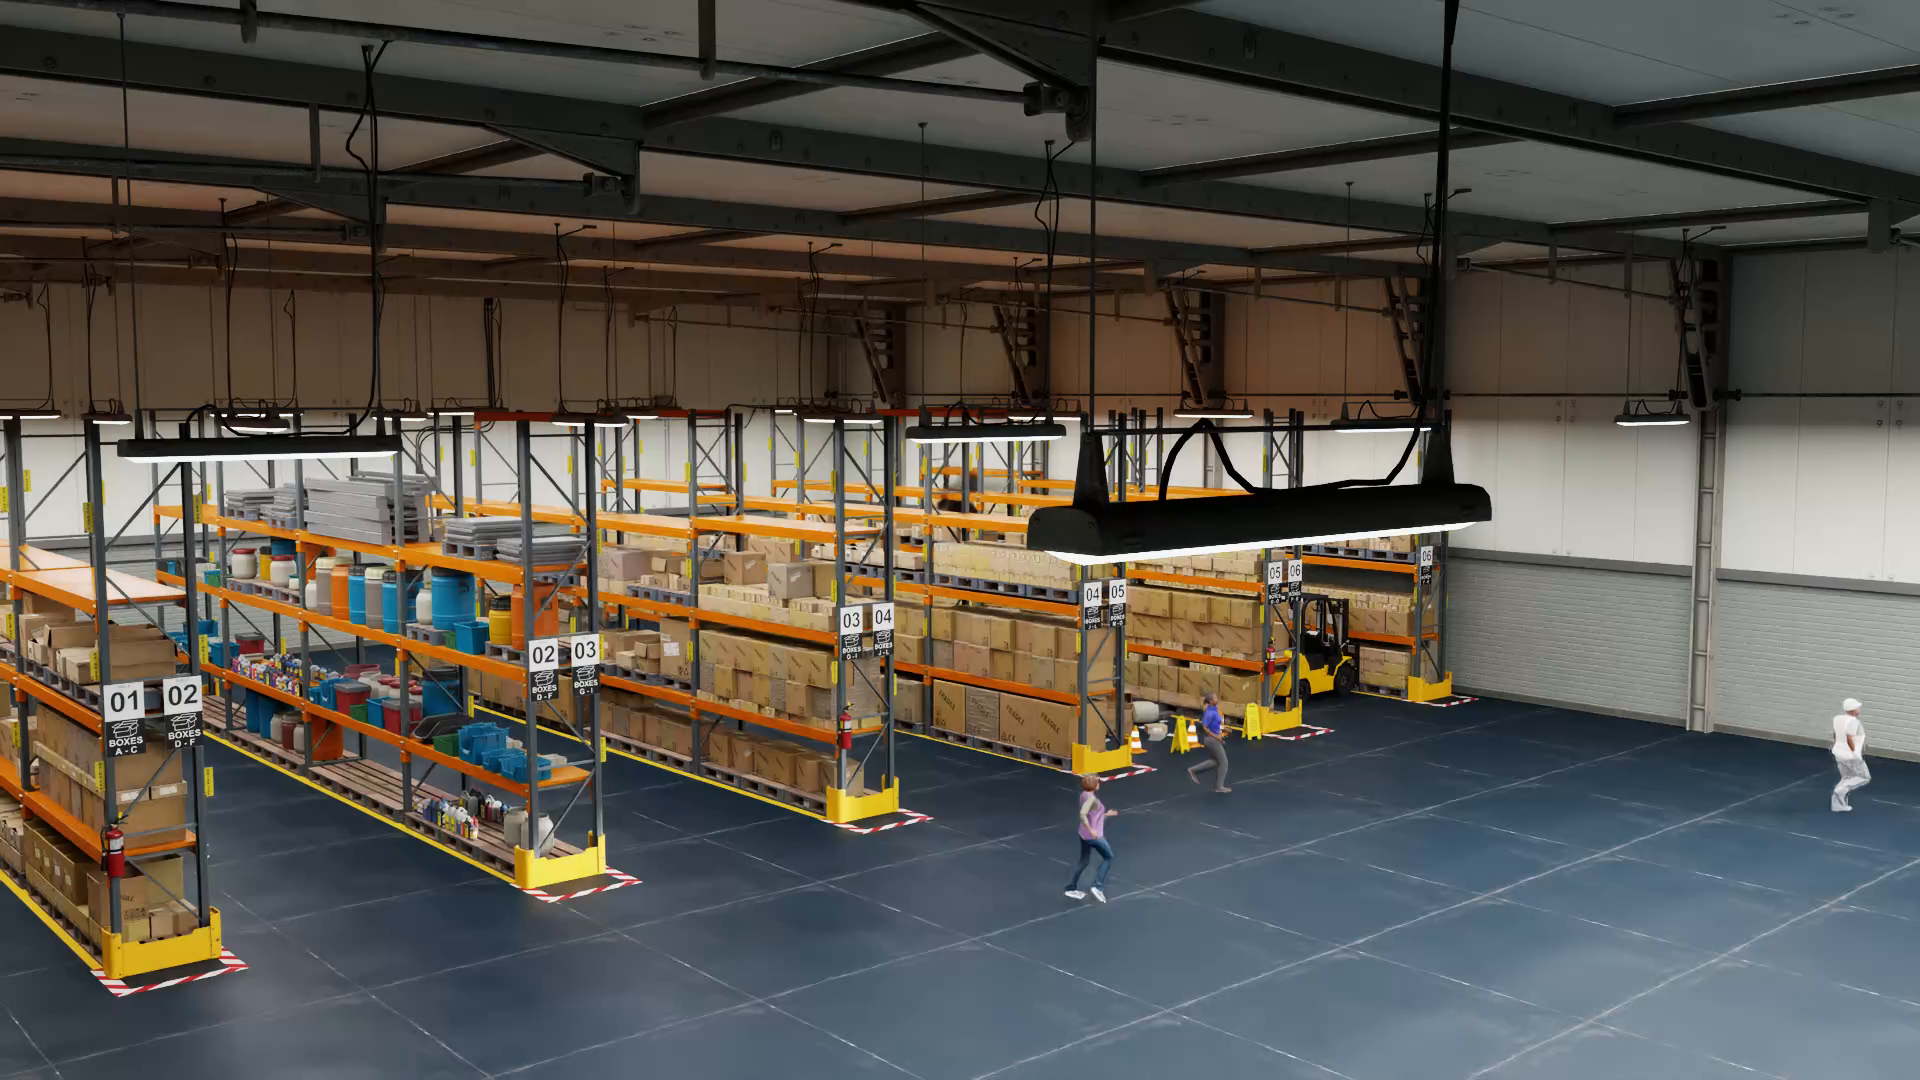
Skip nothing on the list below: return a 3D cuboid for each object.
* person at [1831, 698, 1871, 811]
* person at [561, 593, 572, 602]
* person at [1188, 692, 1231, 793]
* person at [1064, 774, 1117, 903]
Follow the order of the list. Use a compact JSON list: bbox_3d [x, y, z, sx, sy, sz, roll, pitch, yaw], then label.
[{"bbox_3d":[13.521,3.257,25.234,0.586,1.723,0.621,0,5,-5],"label":"person"},{"bbox_3d":[-9.527,2.007,39.951,0.673,1.685,0.642,2,6,26],"label":"person"},{"bbox_3d":[3.969,3.207,26.427,0.701,1.608,0.580,1,5,9],"label":"person"},{"bbox_3d":[1.639,3.717,20.692,0.692,1.628,0.504,-2,5,-20],"label":"person"}]
